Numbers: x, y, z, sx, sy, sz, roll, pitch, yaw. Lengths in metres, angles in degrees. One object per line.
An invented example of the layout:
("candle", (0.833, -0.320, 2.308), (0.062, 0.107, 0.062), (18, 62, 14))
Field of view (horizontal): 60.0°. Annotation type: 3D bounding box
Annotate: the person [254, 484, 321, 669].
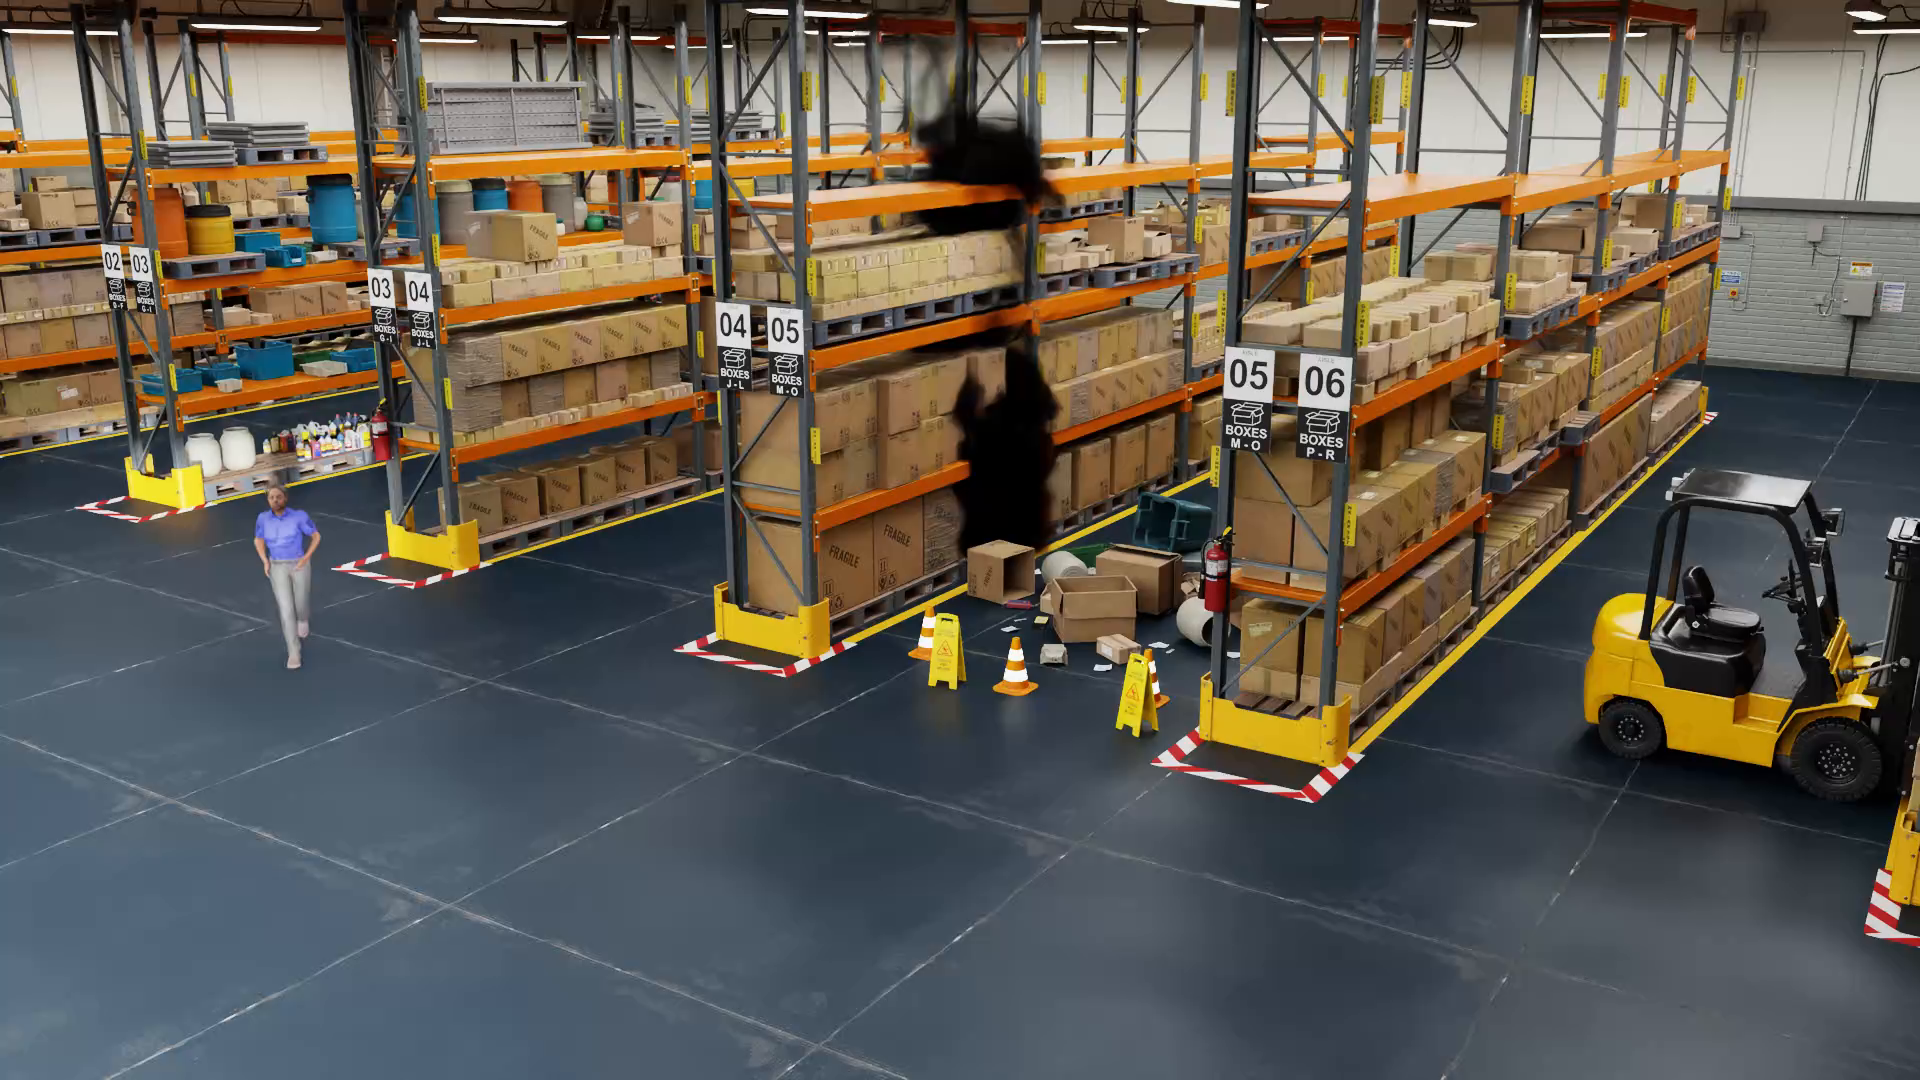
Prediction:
("person", (-6.101, 0.274, 15.161), (0.574, 1.651, 0.789), (-4, 16, -15))
